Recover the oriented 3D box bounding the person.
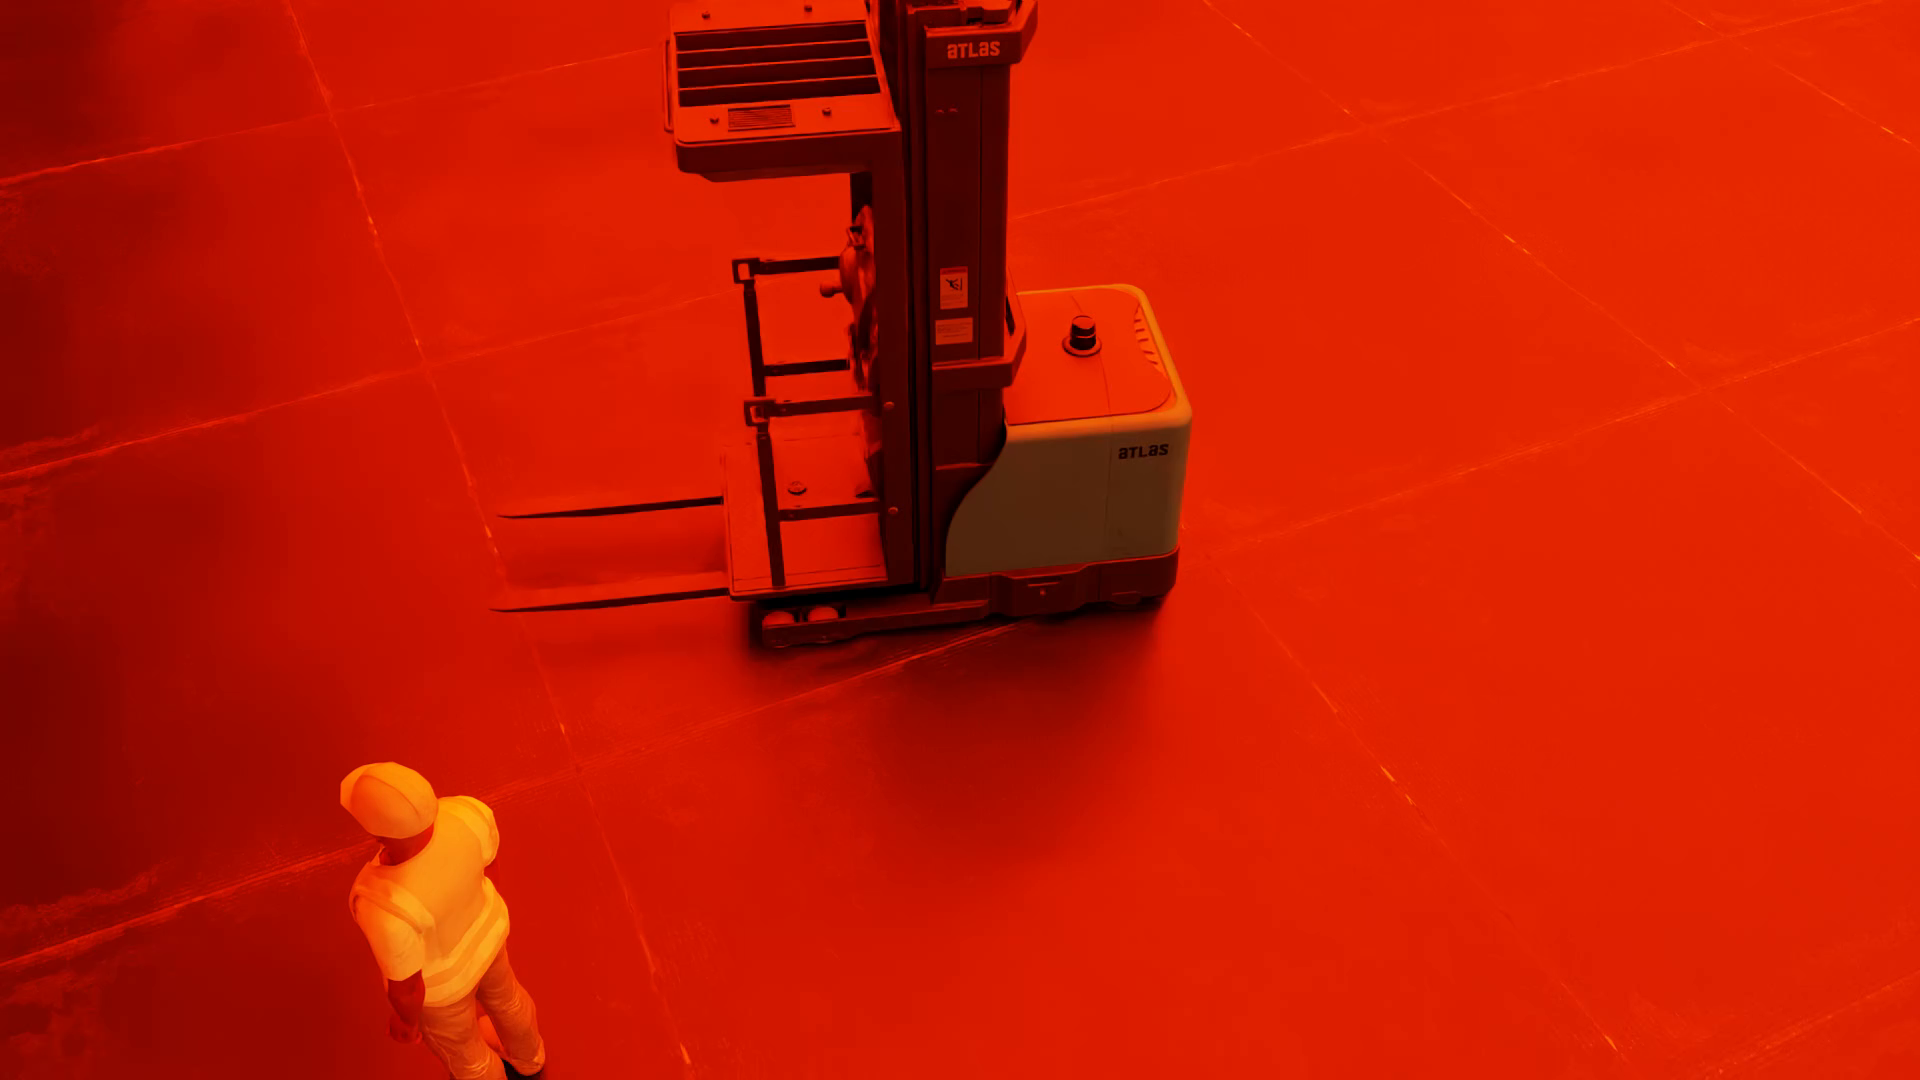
[{"bbox_3d":[-1.610,1.280,5.163,0.390,1.770,0.557,14,45,15],"label":"person"}]

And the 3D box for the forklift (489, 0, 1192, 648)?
[{"bbox_3d":[-0.585,-0.984,6.735,3.031,2.935,1.130,-6,43,-6],"label":"forklift"}]
